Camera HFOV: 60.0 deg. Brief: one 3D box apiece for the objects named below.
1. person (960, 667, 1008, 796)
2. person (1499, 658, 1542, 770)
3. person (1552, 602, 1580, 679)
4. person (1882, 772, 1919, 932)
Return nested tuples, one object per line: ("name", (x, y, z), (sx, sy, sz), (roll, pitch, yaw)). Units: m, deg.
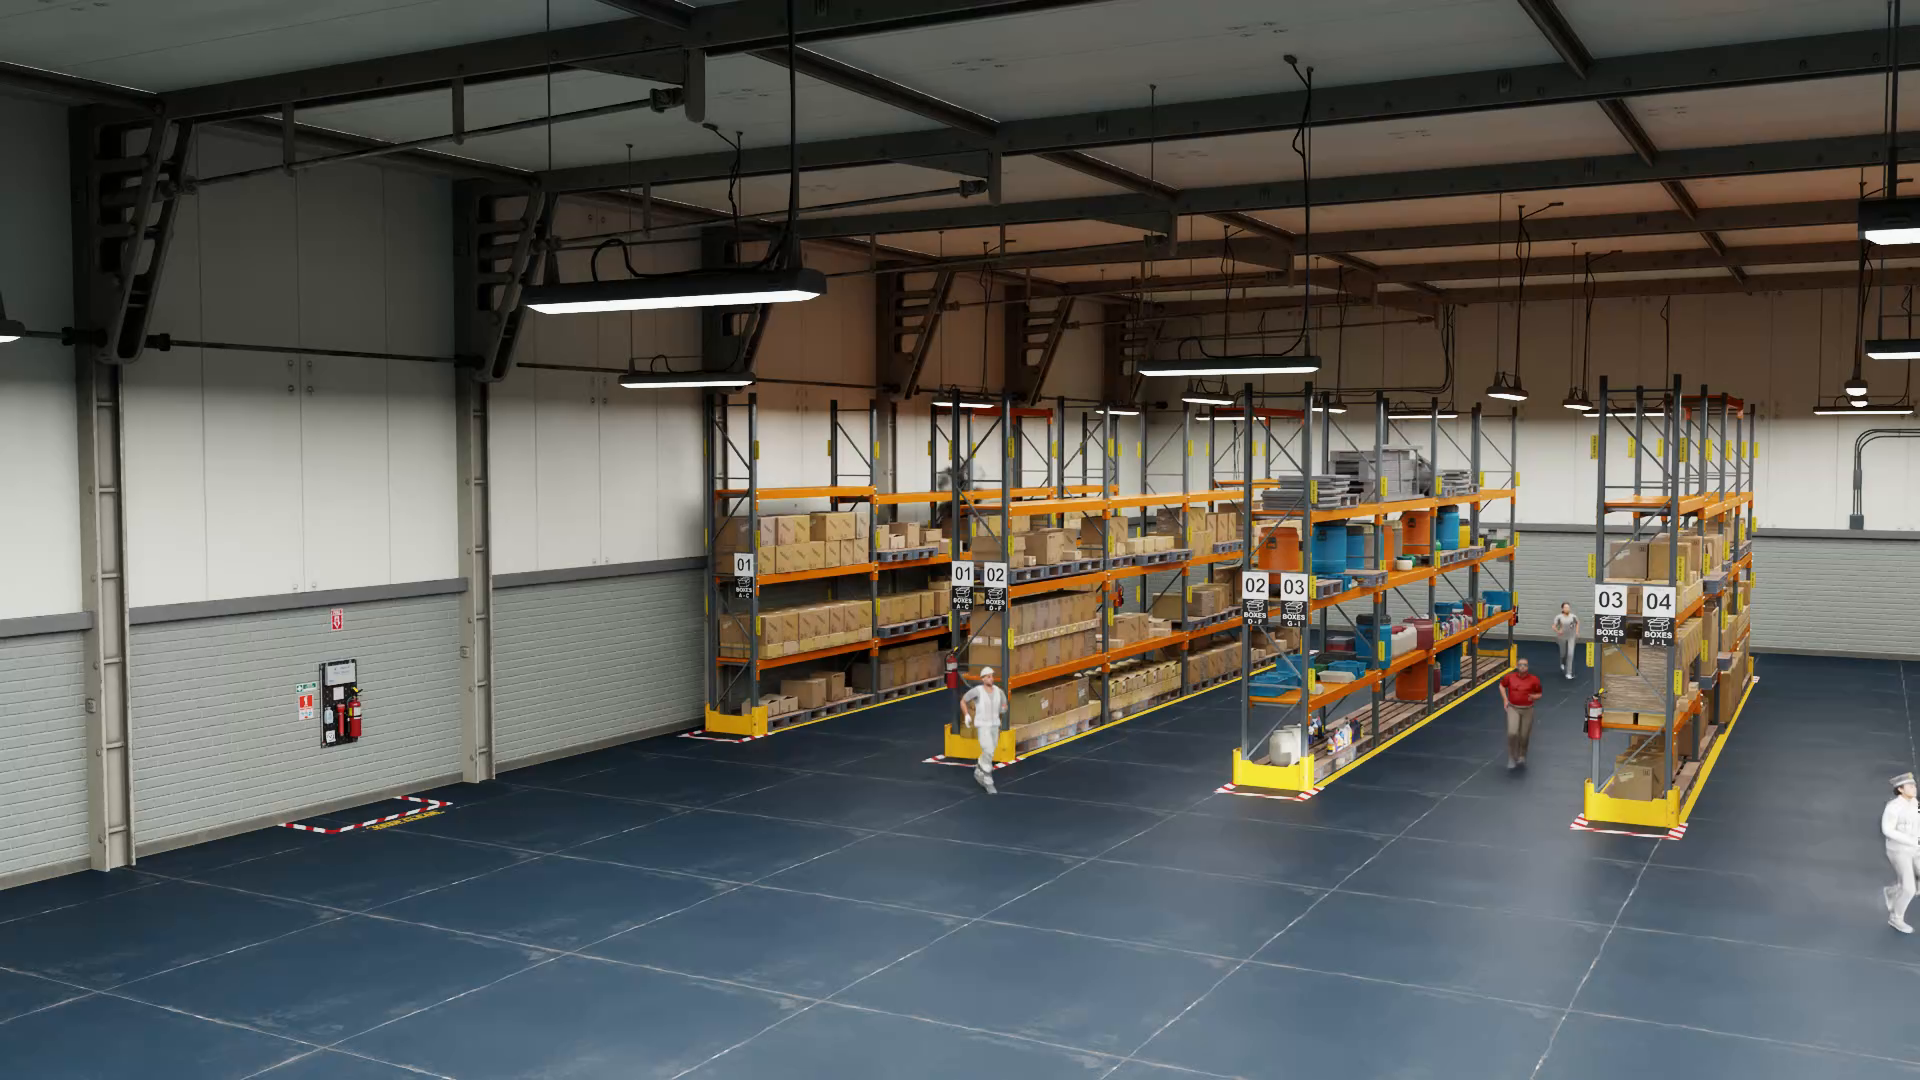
("person", (0.387, 2.779, 24.434), (0.660, 1.837, 0.792), (-2, 4, -33))
("person", (8.822, 2.747, 26.157), (0.635, 1.780, 0.759), (1, 3, 15))
("person", (13.361, 2.197, 36.659), (0.581, 1.659, 0.911), (1, 3, 14))
("person", (9.862, 3.238, 17.324), (0.658, 1.664, 0.561), (-2, 3, -28))
